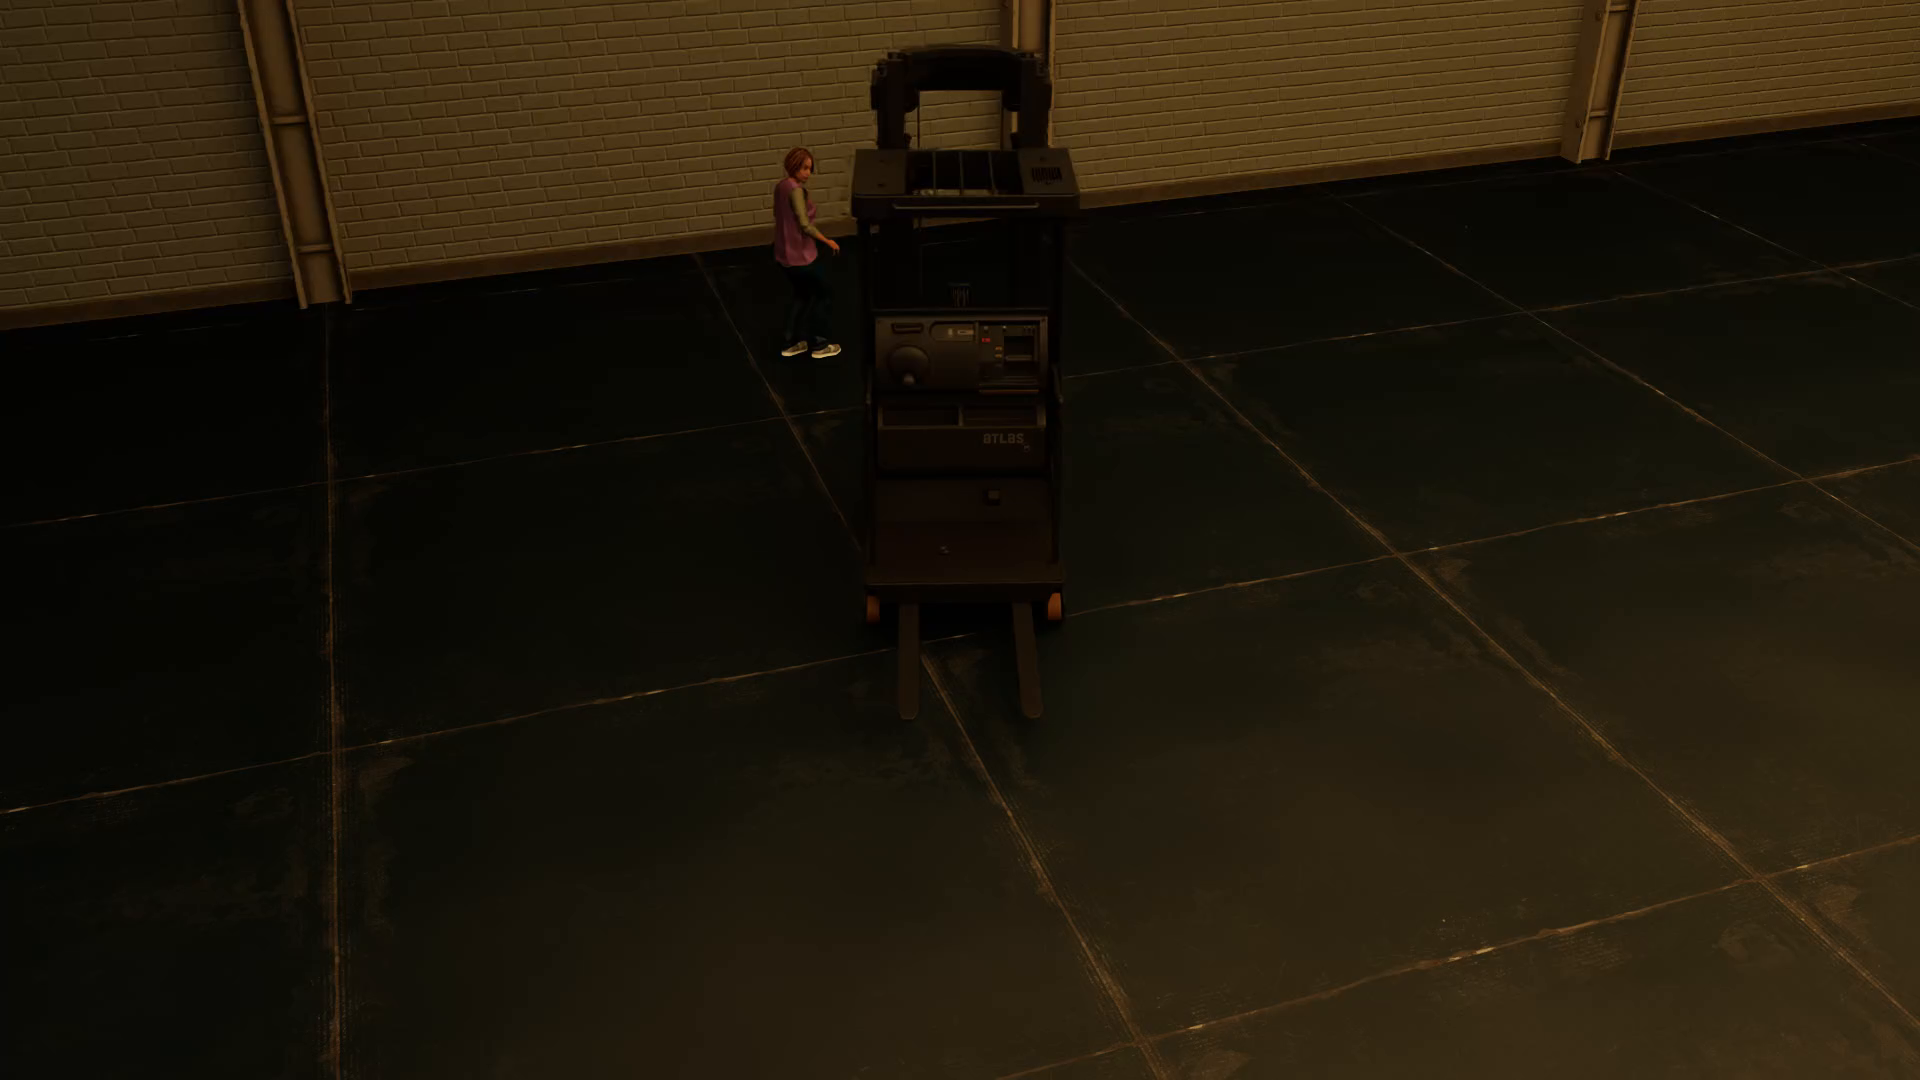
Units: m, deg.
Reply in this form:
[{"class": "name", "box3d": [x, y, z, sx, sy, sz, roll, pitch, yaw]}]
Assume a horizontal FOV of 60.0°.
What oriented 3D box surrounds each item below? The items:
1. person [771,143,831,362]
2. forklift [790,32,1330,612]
[{"class": "person", "box3d": [-1.168, -2.084, 12.044, 0.321, 1.603, 0.426, -18, 34, -28]}, {"class": "forklift", "box3d": [0.589, -1.167, 9.115, 3.031, 2.935, 1.130, 11, 32, 18]}]
